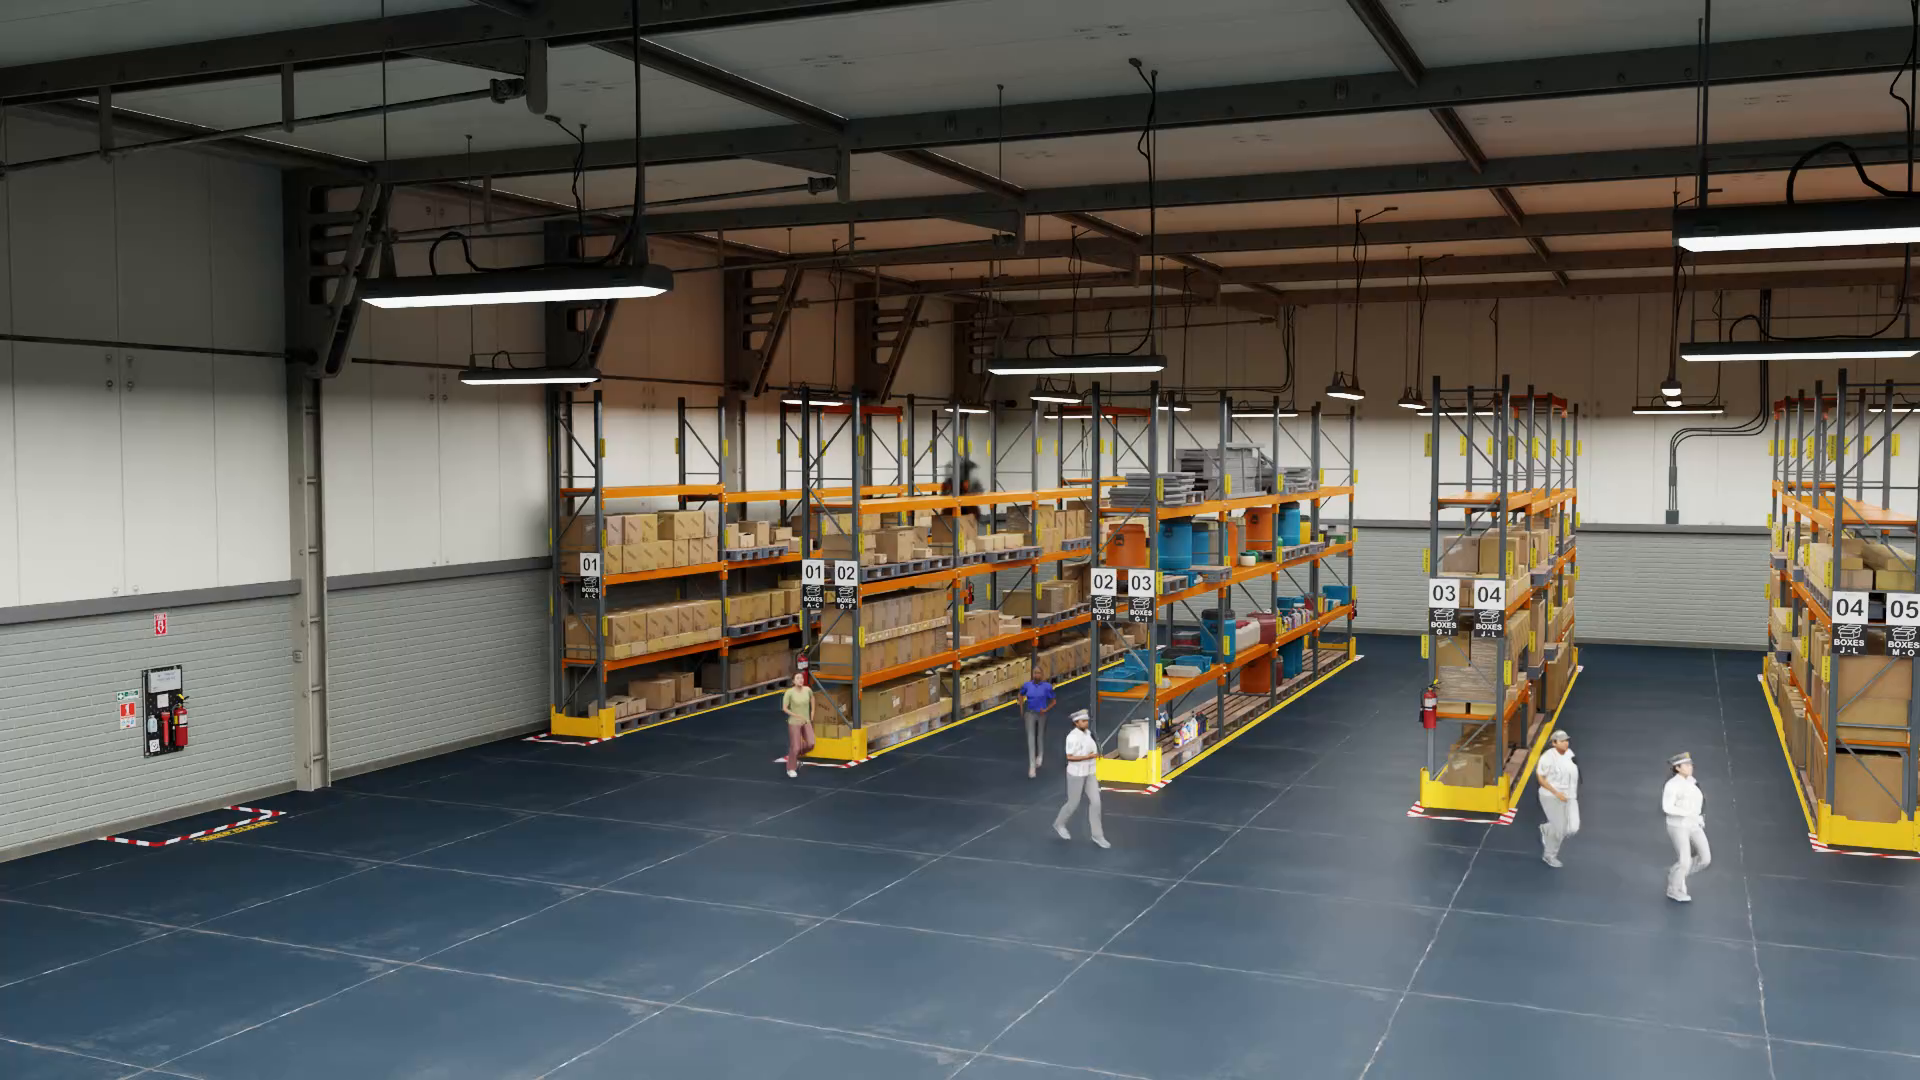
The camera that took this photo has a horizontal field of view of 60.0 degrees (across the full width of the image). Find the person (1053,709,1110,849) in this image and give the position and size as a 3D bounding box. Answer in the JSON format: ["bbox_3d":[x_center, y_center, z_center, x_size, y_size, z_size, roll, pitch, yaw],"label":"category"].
[{"bbox_3d":[1.529,2.973,20.928,0.570,1.719,0.850,-3,4,-42],"label":"person"}]

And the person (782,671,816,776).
[{"bbox_3d":[-2.424,2.796,25.279,0.609,1.626,0.632,-2,4,-30],"label":"person"}]

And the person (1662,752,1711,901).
[{"bbox_3d":[8.026,3.154,18.289,0.603,1.654,0.539,-2,4,-27],"label":"person"}]

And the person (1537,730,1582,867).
[{"bbox_3d":[7.194,3.094,20.035,0.622,1.637,0.620,-1,3,-23],"label":"person"}]

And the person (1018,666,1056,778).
[{"bbox_3d":[1.185,2.775,25.639,0.587,1.695,0.873,0,3,5],"label":"person"}]
